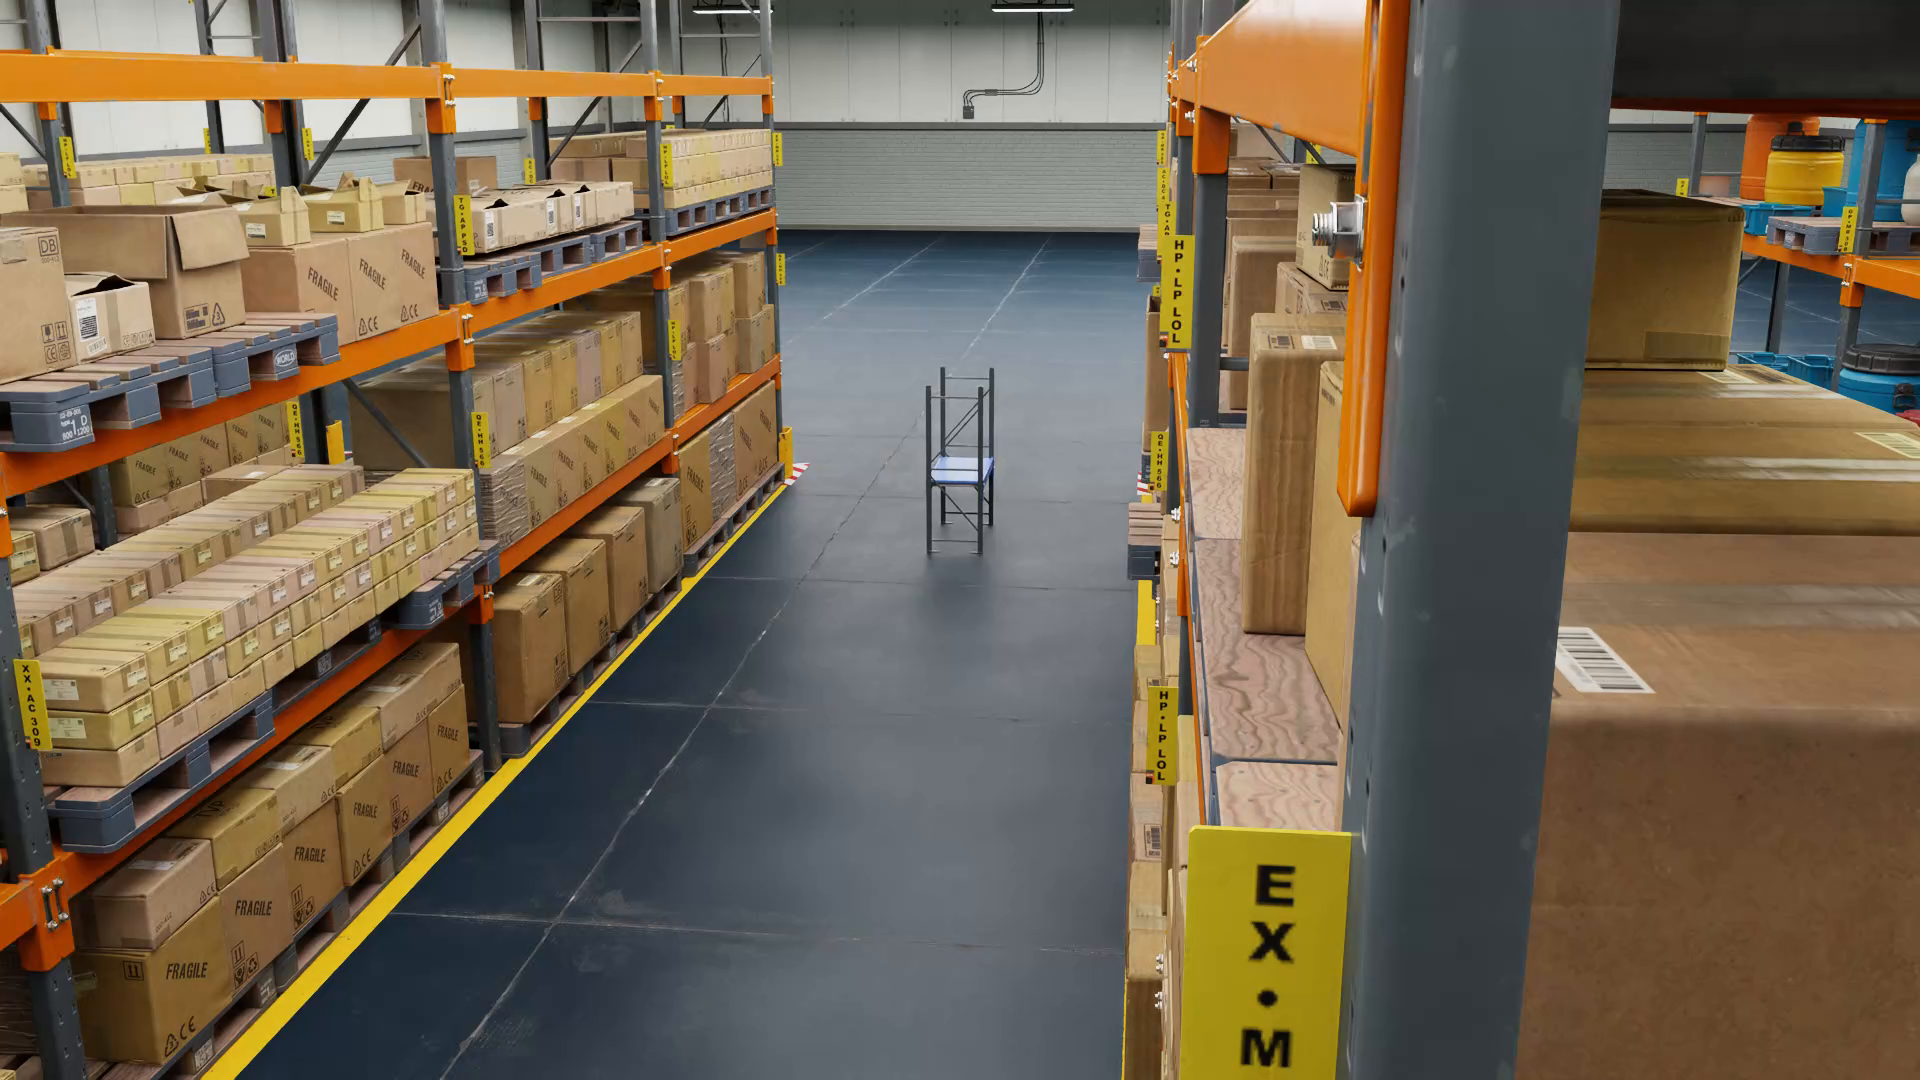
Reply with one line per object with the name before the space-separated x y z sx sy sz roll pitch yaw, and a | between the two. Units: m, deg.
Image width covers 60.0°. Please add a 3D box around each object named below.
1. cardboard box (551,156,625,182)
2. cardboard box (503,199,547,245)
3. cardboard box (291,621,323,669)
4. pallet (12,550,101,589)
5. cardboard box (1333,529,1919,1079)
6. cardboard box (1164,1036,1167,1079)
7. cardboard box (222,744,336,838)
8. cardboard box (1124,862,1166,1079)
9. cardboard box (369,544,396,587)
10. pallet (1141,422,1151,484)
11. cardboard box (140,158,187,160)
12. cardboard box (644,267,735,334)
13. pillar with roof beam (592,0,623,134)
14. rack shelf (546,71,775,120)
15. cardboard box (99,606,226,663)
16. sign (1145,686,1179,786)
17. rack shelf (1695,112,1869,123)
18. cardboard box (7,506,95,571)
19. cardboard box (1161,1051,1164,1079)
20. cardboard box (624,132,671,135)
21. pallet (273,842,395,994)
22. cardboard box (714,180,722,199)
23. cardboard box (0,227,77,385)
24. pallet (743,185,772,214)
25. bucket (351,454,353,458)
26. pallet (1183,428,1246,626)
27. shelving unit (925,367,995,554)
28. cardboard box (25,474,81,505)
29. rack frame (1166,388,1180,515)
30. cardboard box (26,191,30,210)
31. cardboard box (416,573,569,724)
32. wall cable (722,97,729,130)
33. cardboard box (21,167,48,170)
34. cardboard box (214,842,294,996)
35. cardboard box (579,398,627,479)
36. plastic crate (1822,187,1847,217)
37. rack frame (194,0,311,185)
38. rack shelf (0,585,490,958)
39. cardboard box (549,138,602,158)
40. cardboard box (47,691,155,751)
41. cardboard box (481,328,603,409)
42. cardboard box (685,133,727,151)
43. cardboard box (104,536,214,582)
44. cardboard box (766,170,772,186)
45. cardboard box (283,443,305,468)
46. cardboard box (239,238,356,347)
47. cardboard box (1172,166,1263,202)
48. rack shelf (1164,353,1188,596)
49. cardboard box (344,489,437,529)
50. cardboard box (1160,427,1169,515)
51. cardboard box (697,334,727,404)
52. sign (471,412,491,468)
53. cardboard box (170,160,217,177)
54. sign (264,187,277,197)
cardboard box | -3.041 -3.007 13.601 0.500 0.250 0.500 2 15 6
cardboard box | -2.936 -2.002 10.454 0.500 0.250 0.500 2 15 8
cardboard box | -3.101 0.464 7.465 0.380 0.149 0.250 1 15 5
pallet | -7.858 0.326 13.638 1.003 0.211 1.213 2 15 6
cardboard box | 0.727 0.299 1.464 0.700 0.500 0.500 1 15 3
cardboard box | 0.750 1.470 4.549 0.380 0.149 0.250 2 15 8
cardboard box | -3.279 1.161 7.759 0.500 0.250 0.500 2 15 8
cardboard box | 1.225 1.801 6.107 1.225 0.875 0.875 2 15 6
cardboard box | -3.011 0.119 8.171 0.380 0.149 0.250 2 15 6
pallet | 1.844 -0.643 12.250 1.003 0.211 1.213 2 15 6
cardboard box | -7.700 -3.626 16.119 0.380 0.149 0.250 2 15 6
cardboard box | -2.570 -2.210 15.321 0.875 0.550 0.500 2 15 6
pillar with roof beam | -5.564 -12.800 45.349 9.100 9.000 0.548 2 15 6
rack shelf | -2.616 -3.976 14.861 1.077 0.370 4.000 2 15 6
cardboard box | -3.186 0.377 6.648 0.380 0.149 0.250 2 15 7
sign | 0.632 0.611 5.178 0.100 0.325 0.005 2 15 6
rack shelf | 7.222 -3.658 13.684 1.077 0.370 4.000 2 15 6
cardboard box | -7.828 -0.020 13.806 0.950 0.372 0.625 2 15 7
cardboard box | 1.019 2.137 4.867 0.875 0.875 0.875 2 15 6
cardboard box | -2.889 -3.695 15.381 0.380 0.149 0.250 2 15 6
pallet | -3.523 1.800 8.190 1.003 0.211 1.213 2 15 6
cardboard box | -2.321 -3.095 14.686 0.380 0.149 0.250 2 15 6
cardboard box | -3.592 -0.821 5.798 0.700 0.500 0.500 2 15 6
pallet | -2.464 -3.352 16.323 1.003 0.211 1.213 2 15 6
bucket | -5.117 -0.359 14.190 0.726 0.611 0.620 7 27 25
pallet | 1.070 -0.048 4.105 1.003 0.211 1.213 2 15 6
shelving unit | 0.010 -0.746 15.136 0.538 1.500 1.048 2 15 6
cardboard box | -7.971 -0.620 14.824 0.500 0.500 0.500 1 15 5
rack frame | 1.624 0.108 9.105 1.000 3.000 0.127 2 15 6
cardboard box | -7.989 -2.864 14.065 0.500 0.250 0.500 2 15 6
cardboard box | -3.135 0.663 10.556 1.050 0.750 0.750 1 15 5
wall cable | -8.195 -12.153 48.904 3.097 2.526 0.112 2 15 6
cardboard box | -8.000 -3.092 14.144 0.380 0.149 0.250 1 15 5
cardboard box | -3.339 1.656 7.365 0.500 0.500 0.500 2 15 9
cardboard box | -2.749 -0.745 12.067 0.500 0.500 0.500 2 15 7
plastic crate | 7.532 -2.758 13.988 0.392 0.384 0.575 2 15 6
rack frame | -7.320 -5.155 17.075 1.000 3.000 0.127 2 15 6
rack shelf | -3.519 0.801 7.918 1.077 0.370 4.000 2 15 6
cardboard box | -3.117 -3.169 13.434 0.380 0.149 0.250 2 15 6
cardboard box | -3.243 0.659 6.173 0.380 0.149 0.250 2 15 7
cardboard box | -3.005 -1.240 11.980 0.700 0.500 0.500 2 15 7
cardboard box | -2.291 -3.544 14.820 0.380 0.149 0.250 2 15 6
cardboard box | -3.716 0.086 7.721 0.380 0.149 0.250 1 15 5
cardboard box | -2.091 -3.621 16.633 0.380 0.149 0.250 2 15 6
cardboard box | -7.147 -0.911 17.335 0.500 0.250 0.500 2 15 6
cardboard box | -3.209 -1.146 7.802 0.500 0.500 0.500 2 15 6
cardboard box | 1.476 -1.894 9.613 0.500 0.500 0.500 2 15 6
rack shelf | 1.398 -0.474 6.889 1.077 0.370 4.000 2 15 6
cardboard box | -2.953 -0.160 8.631 0.380 0.149 0.250 2 15 8
cardboard box | 1.609 -0.432 10.106 0.700 0.500 0.500 4 16 15
cardboard box | -2.594 -1.550 14.950 0.875 0.550 0.550 2 15 6
sign | -2.753 -0.572 9.552 0.100 0.325 0.005 2 15 6
cardboard box | -7.205 -3.476 15.564 0.380 0.149 0.250 2 15 8
sign | -3.844 -1.819 9.341 0.100 0.325 0.005 2 15 6
